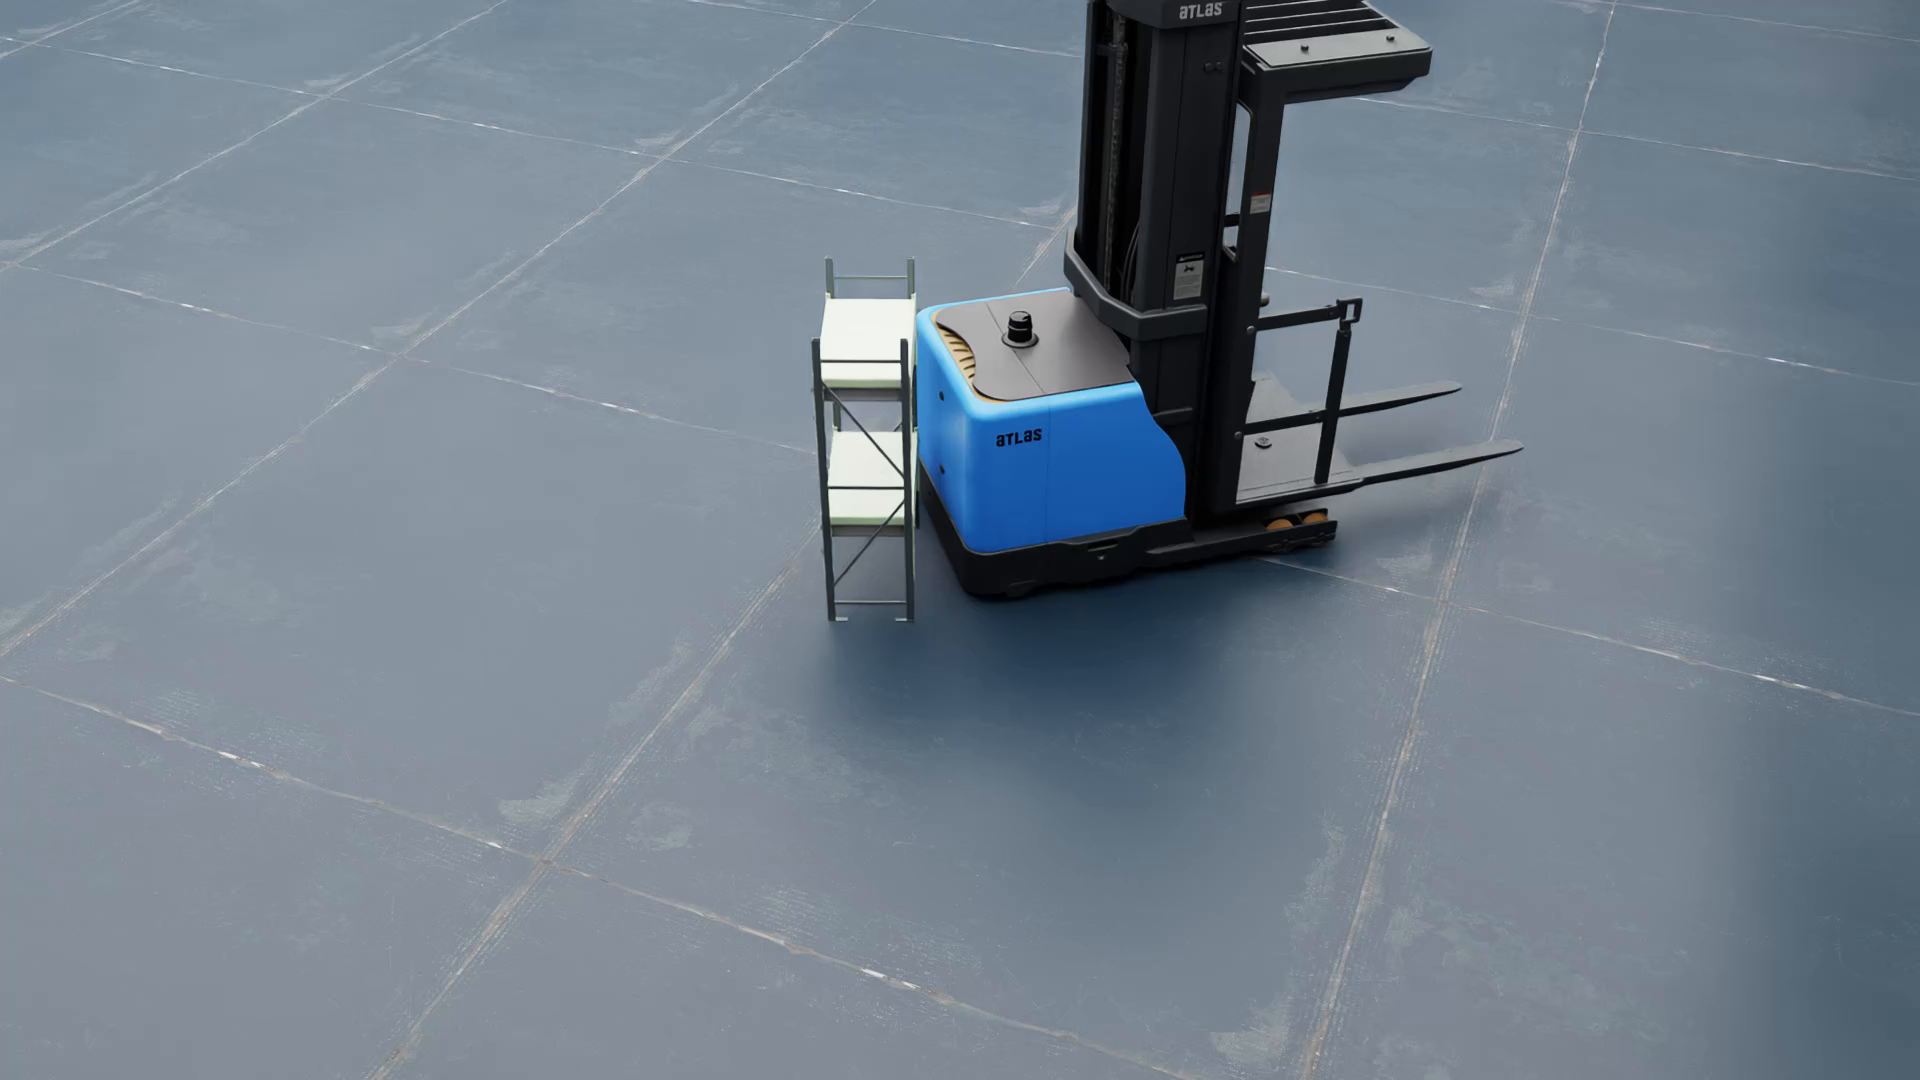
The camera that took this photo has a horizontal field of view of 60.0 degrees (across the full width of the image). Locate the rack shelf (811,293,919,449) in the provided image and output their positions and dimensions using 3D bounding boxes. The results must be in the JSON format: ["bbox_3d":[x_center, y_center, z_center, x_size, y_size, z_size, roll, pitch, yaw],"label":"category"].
[{"bbox_3d":[-0.408,-0.757,7.358,0.431,0.370,0.720,0,37,1],"label":"rack shelf"}]

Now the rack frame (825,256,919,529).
[{"bbox_3d":[-0.404,-0.664,7.885,0.400,1.500,0.023,0,37,1],"label":"rack frame"}]

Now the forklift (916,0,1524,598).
[{"bbox_3d":[1.345,-1.402,7.677,3.031,2.935,1.130,-10,38,-13],"label":"forklift"}]

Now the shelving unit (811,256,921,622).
[{"bbox_3d":[-0.408,-0.445,7.592,0.431,1.500,0.755,0,37,1],"label":"shelving unit"}]

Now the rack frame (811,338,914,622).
[{"bbox_3d":[-0.413,-0.225,7.299,0.400,1.500,0.023,0,37,1],"label":"rack frame"}]

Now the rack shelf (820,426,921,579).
[{"bbox_3d":[-0.408,-0.183,7.787,0.431,0.370,0.720,0,37,1],"label":"rack shelf"}]
